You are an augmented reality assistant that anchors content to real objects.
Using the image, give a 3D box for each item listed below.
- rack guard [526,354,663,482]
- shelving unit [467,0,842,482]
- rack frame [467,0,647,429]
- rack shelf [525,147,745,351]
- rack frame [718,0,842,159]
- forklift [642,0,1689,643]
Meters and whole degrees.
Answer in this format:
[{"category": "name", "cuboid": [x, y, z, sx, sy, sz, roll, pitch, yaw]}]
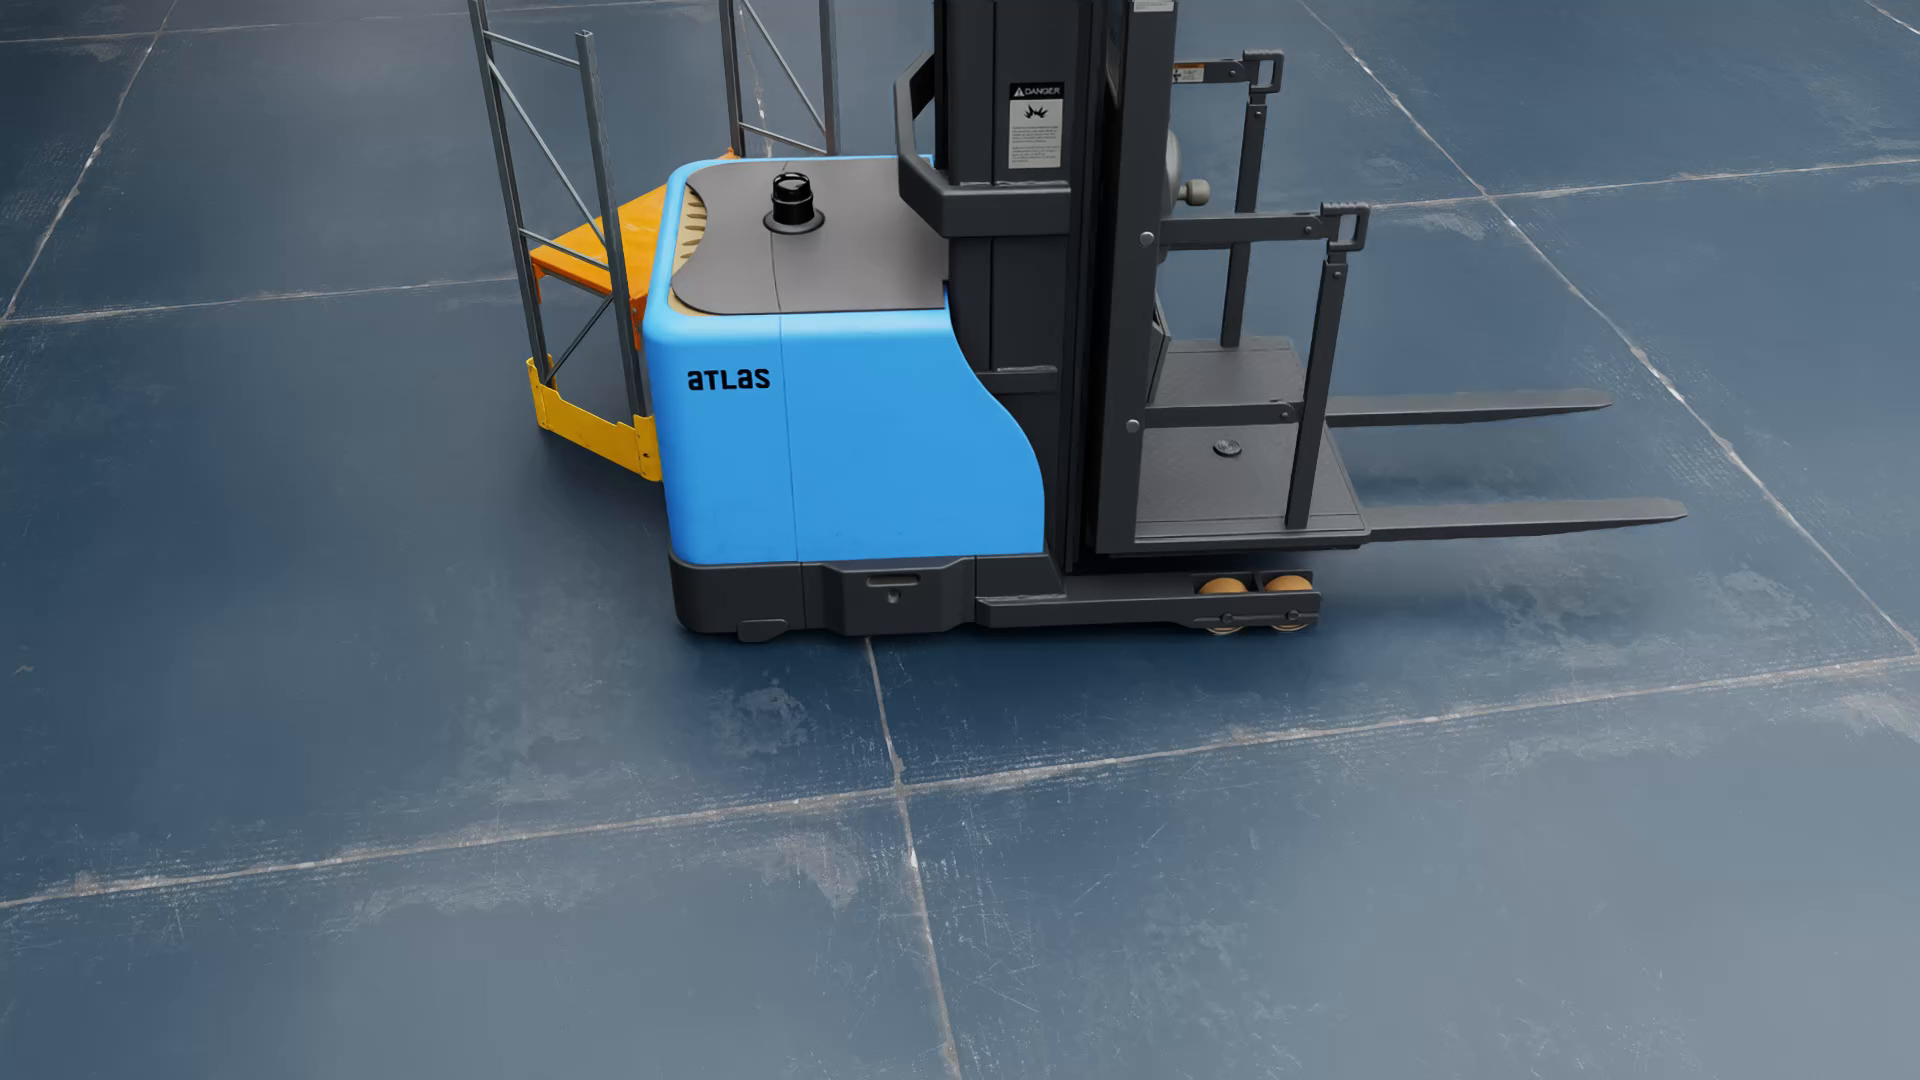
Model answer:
[{"category": "rack guard", "cuboid": [-1.214, -0.415, 5.580, 0.587, 0.250, 0.087, 25, 44, 28]}, {"category": "shelving unit", "cuboid": [-0.914, -1.152, 5.511, 0.587, 1.500, 1.083, 25, 44, 28]}, {"category": "rack frame", "cuboid": [-1.226, -0.899, 5.184, 0.500, 1.500, 0.032, 25, 44, 28]}, {"category": "rack shelf", "cuboid": [-0.920, -1.006, 5.615, 0.538, 0.185, 1.000, 25, 44, 28]}, {"category": "rack frame", "cuboid": [-0.614, -1.397, 5.826, 0.500, 1.500, 0.032, 25, 44, 28]}, {"category": "forklift", "cuboid": [0.656, -1.206, 4.413, 3.031, 2.935, 1.130, -2, 38, -3]}]
